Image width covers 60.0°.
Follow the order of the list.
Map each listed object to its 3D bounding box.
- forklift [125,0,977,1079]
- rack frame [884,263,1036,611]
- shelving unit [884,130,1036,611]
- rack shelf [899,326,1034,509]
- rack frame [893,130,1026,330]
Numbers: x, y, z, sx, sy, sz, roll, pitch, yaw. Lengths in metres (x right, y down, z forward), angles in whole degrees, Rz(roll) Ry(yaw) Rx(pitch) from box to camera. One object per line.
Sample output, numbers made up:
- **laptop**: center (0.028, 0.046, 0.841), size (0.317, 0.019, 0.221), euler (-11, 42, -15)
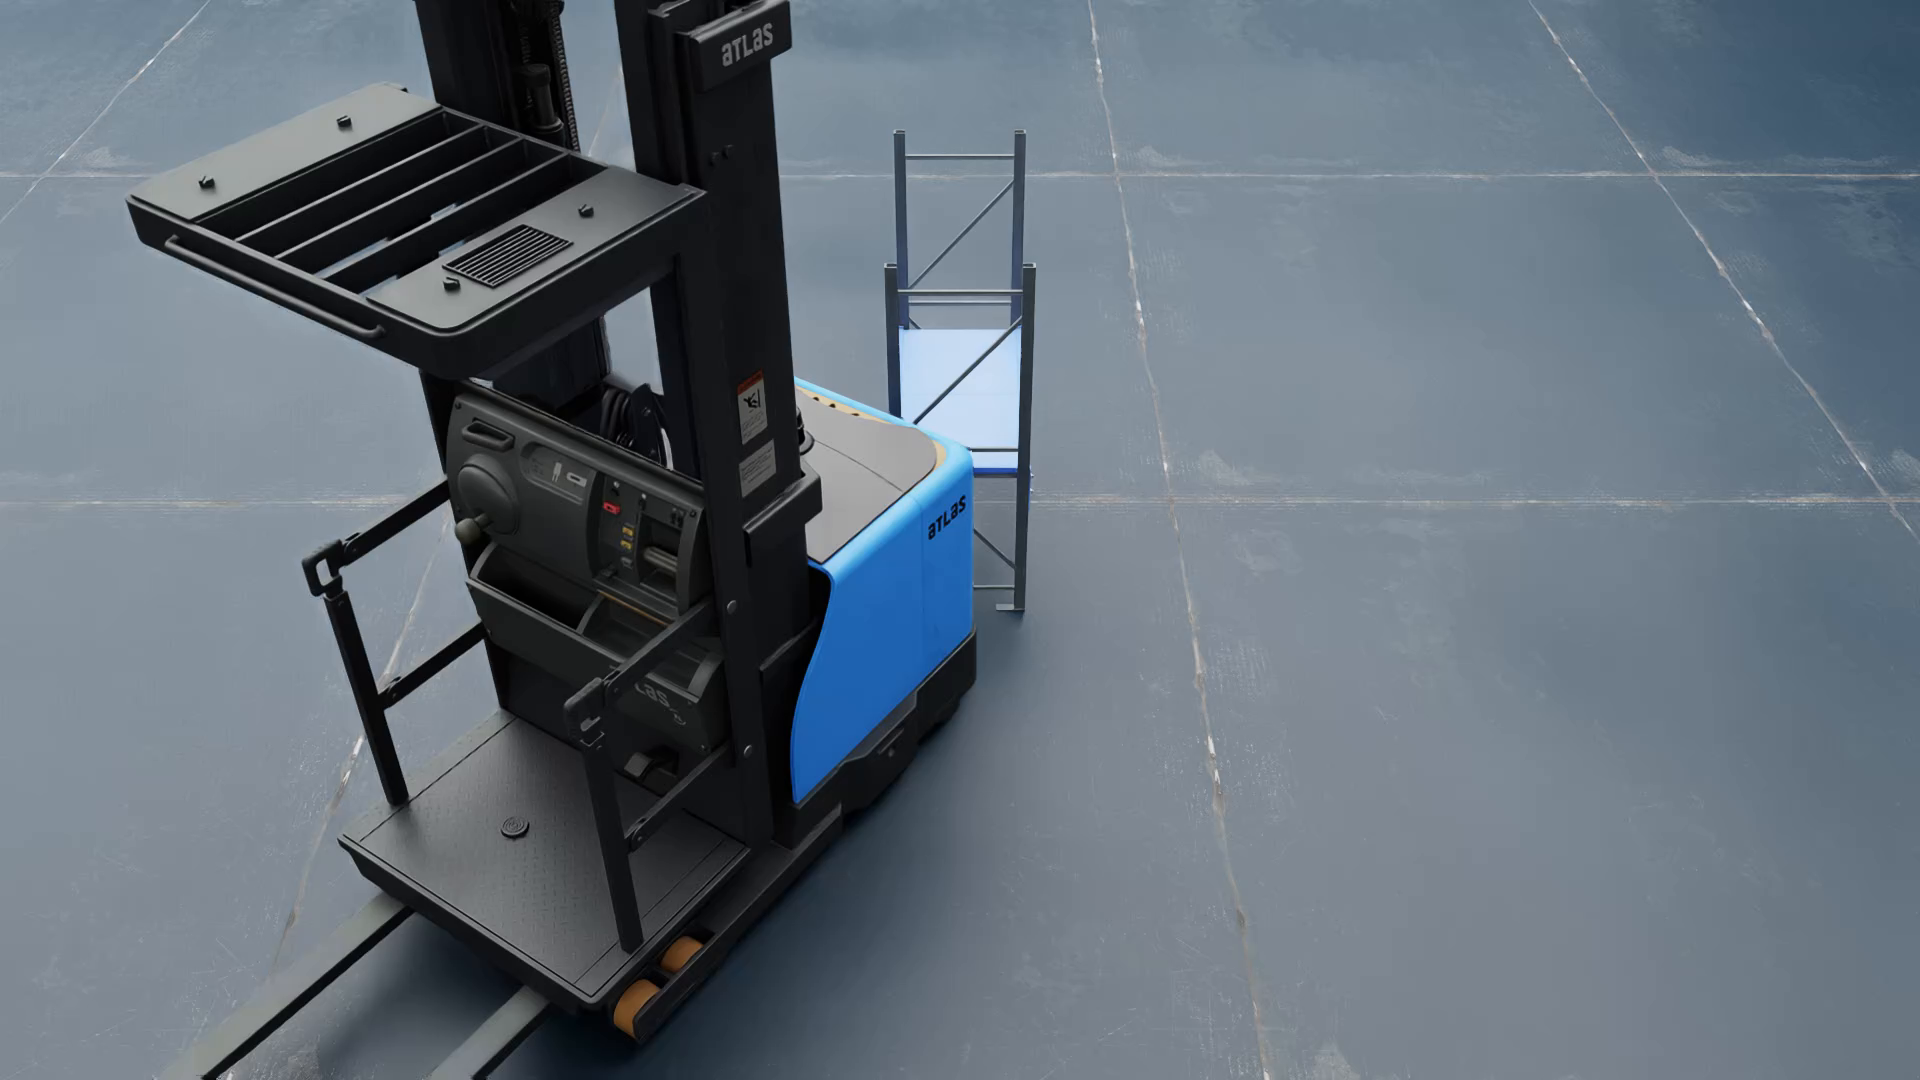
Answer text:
- **forklift**: center (-1.189, -0.019, 4.430), size (1.130, 2.935, 3.031), euler (23, 44, 26)
- **rack frame**: center (0.000, -0.321, 5.951), size (0.500, 1.500, 0.032), euler (0, 39, 0)
- **shelving unit**: center (0.000, -0.639, 6.348), size (0.538, 1.500, 1.048), euler (0, 39, 0)
- **rack shelf**: center (0.000, -0.498, 6.460), size (0.538, 0.185, 1.000), euler (0, 39, 0)
- **rack frame**: center (-0.001, -0.956, 6.744), size (0.500, 1.500, 0.032), euler (0, 39, 0)
